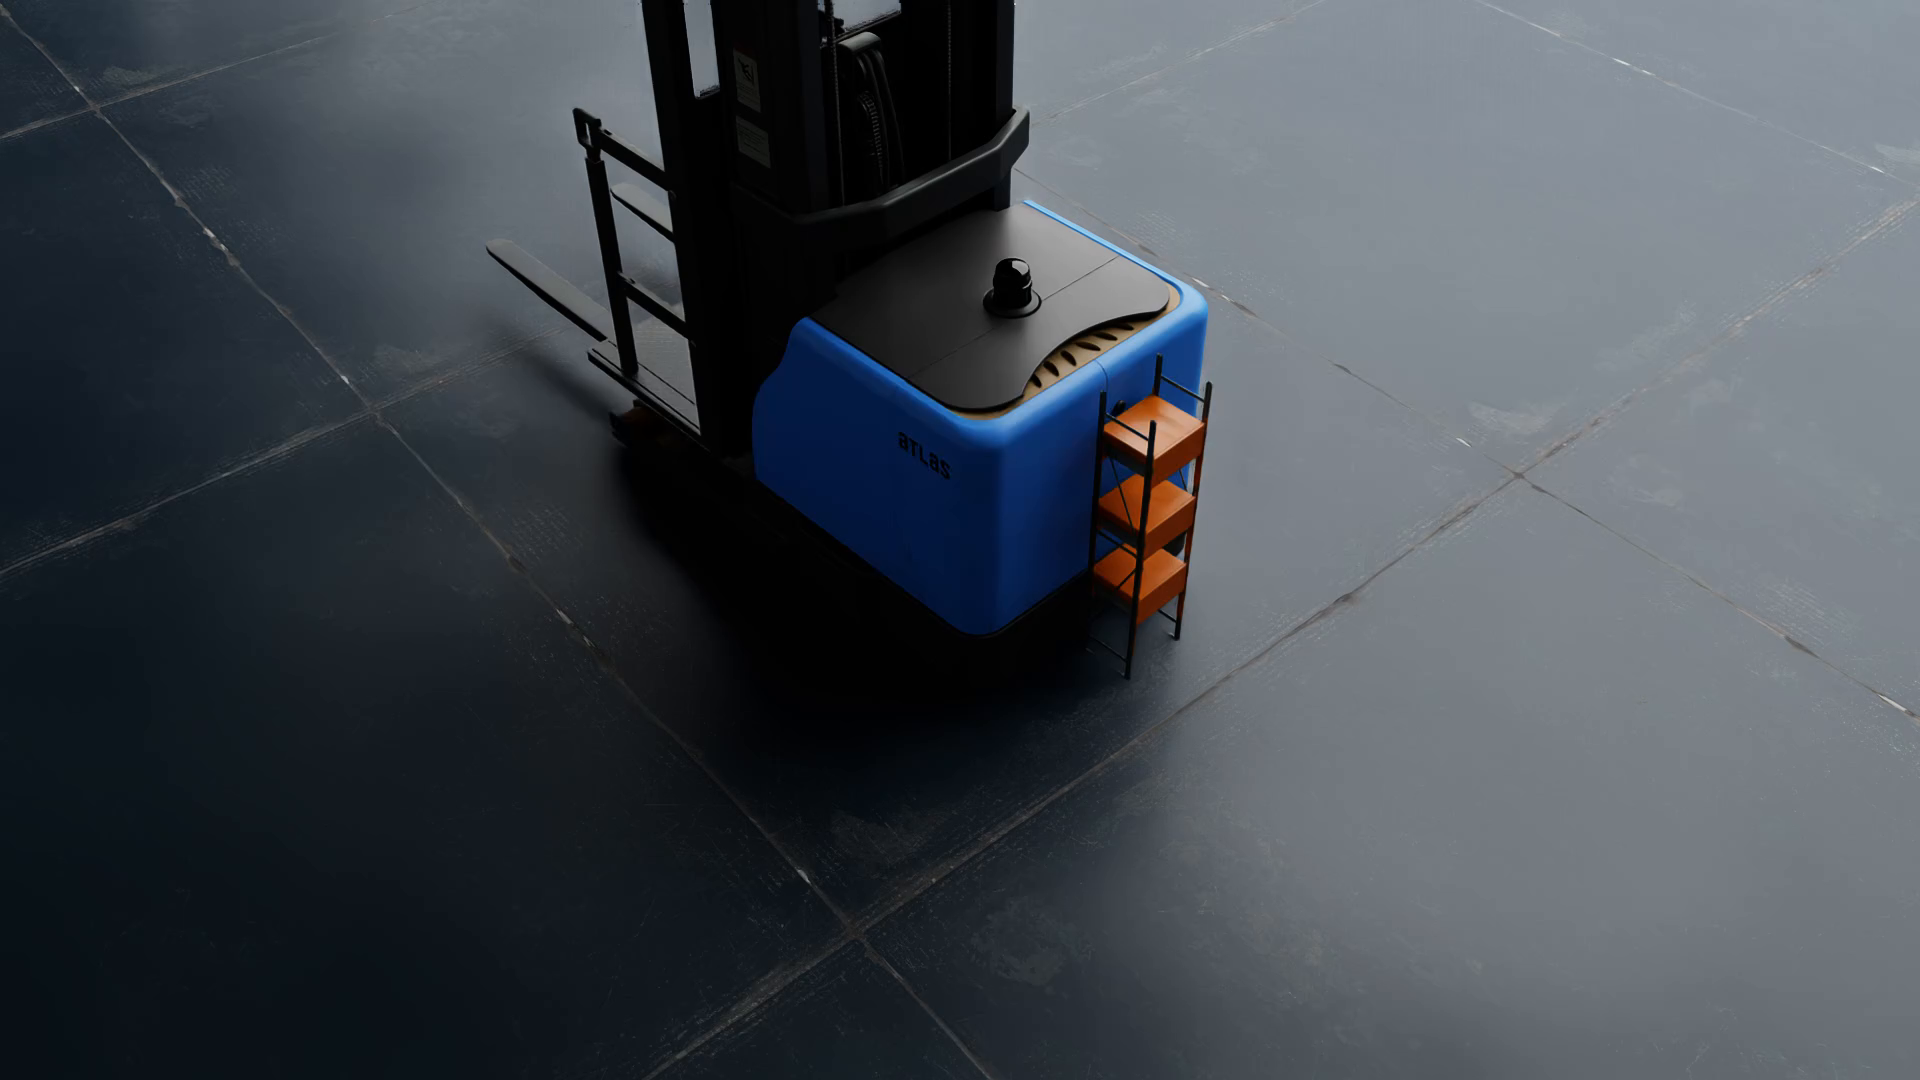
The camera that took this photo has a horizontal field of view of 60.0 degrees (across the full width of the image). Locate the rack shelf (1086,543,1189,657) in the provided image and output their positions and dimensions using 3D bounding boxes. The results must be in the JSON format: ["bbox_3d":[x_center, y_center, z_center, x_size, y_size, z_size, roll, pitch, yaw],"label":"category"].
[{"bbox_3d":[0.553,0.164,5.230,0.240,0.259,0.215,-34,53,-31],"label":"rack shelf"}]

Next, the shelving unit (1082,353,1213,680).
[{"bbox_3d":[0.553,-0.046,5.032,0.252,1.050,0.215,-34,53,-31],"label":"shelving unit"}]

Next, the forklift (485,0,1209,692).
[{"bbox_3d":[-0.623,-1.511,5.217,1.130,2.935,3.031,-33,53,-30],"label":"forklift"}]

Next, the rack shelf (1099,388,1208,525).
[{"bbox_3d":[0.553,-0.245,4.845,0.240,0.259,0.215,-34,53,-31],"label":"rack shelf"}]

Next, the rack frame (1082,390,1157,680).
[{"bbox_3d":[0.467,0.013,4.970,0.008,1.050,0.200,-34,53,-31],"label":"rack frame"}]

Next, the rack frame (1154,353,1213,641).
[{"bbox_3d":[0.640,-0.105,5.095,0.008,1.050,0.200,-34,53,-31],"label":"rack frame"}]

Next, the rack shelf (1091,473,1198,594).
[{"bbox_3d":[0.553,-0.039,5.040,0.240,0.259,0.215,-34,53,-31],"label":"rack shelf"}]
